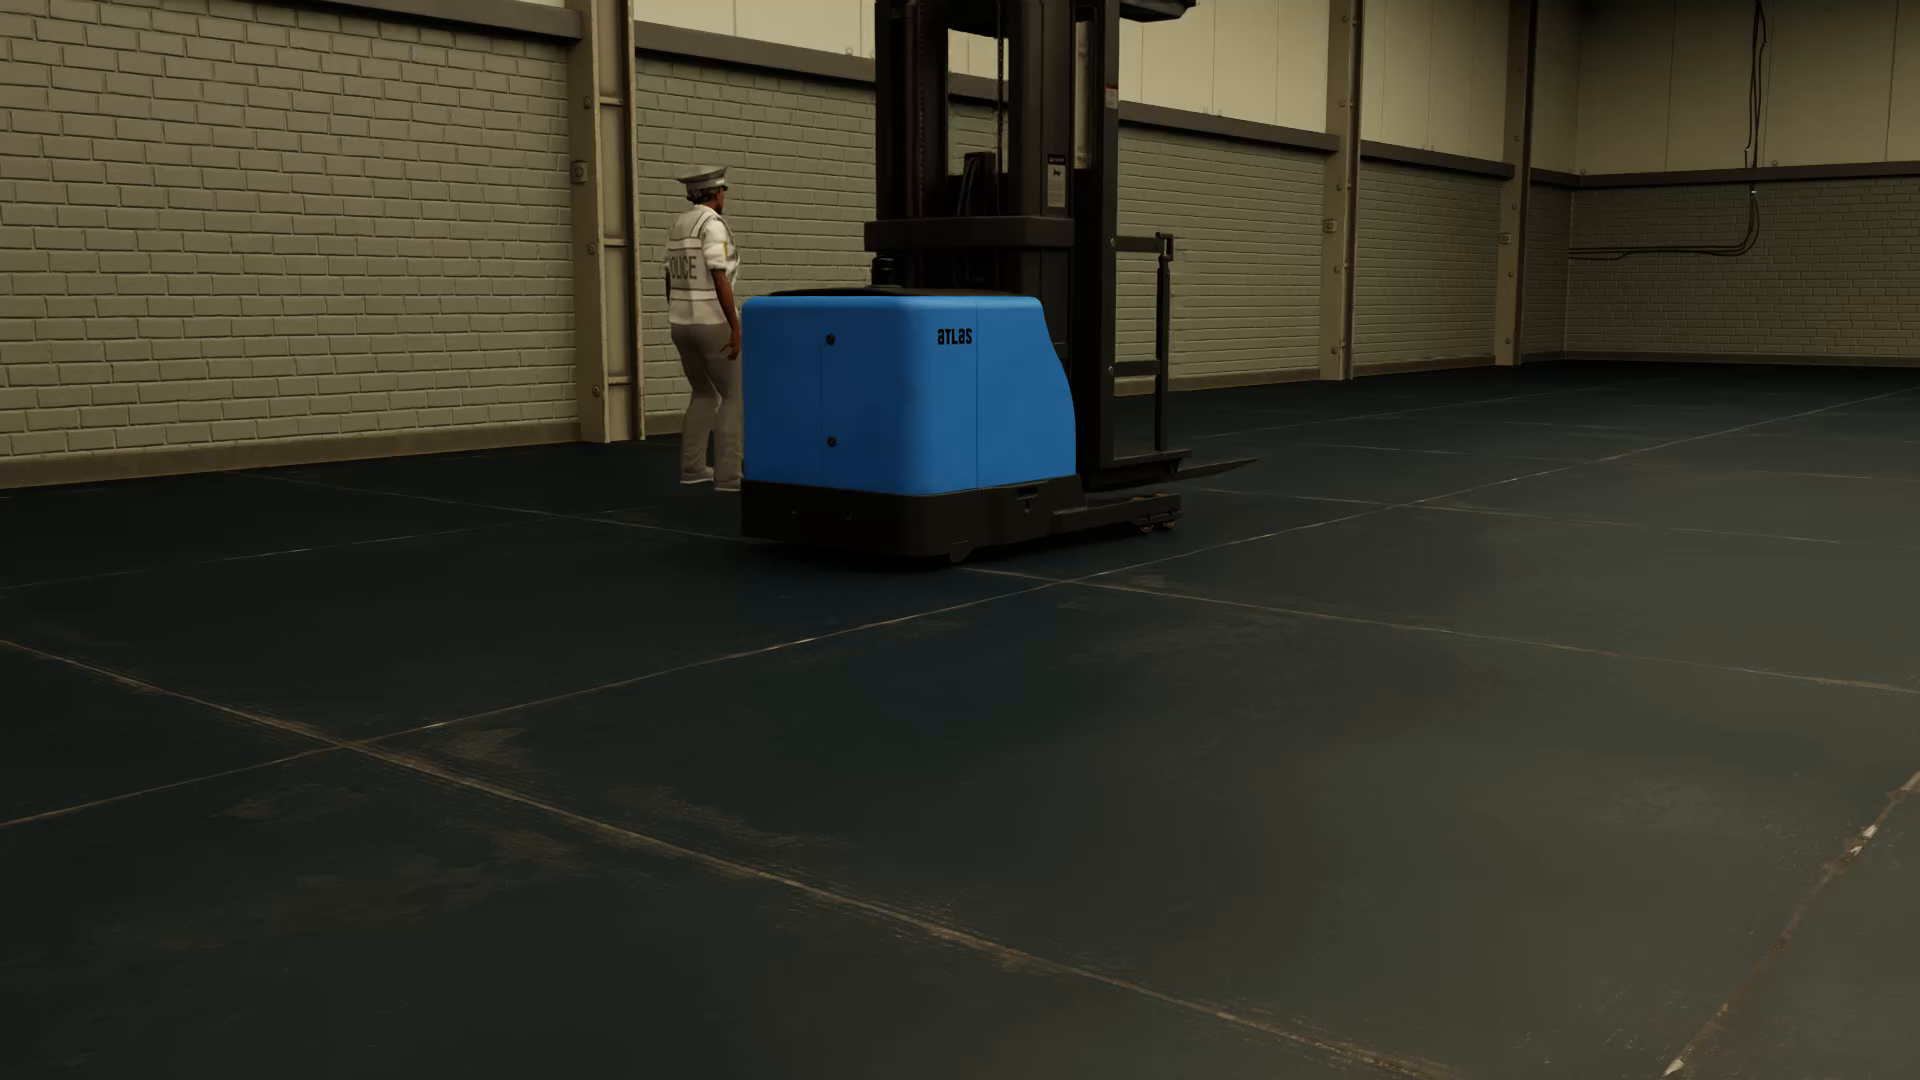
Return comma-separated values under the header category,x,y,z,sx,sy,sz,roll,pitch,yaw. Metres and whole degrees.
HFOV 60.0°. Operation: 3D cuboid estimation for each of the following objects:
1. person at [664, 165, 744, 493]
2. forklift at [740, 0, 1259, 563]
category,x,y,z,sx,sy,sz,roll,pitch,yaw
person,-1.288,-1.083,8.551,0.400,1.673,0.603,-8,12,-44
forklift,0.385,-1.524,7.697,1.130,2.935,3.031,7,11,38
